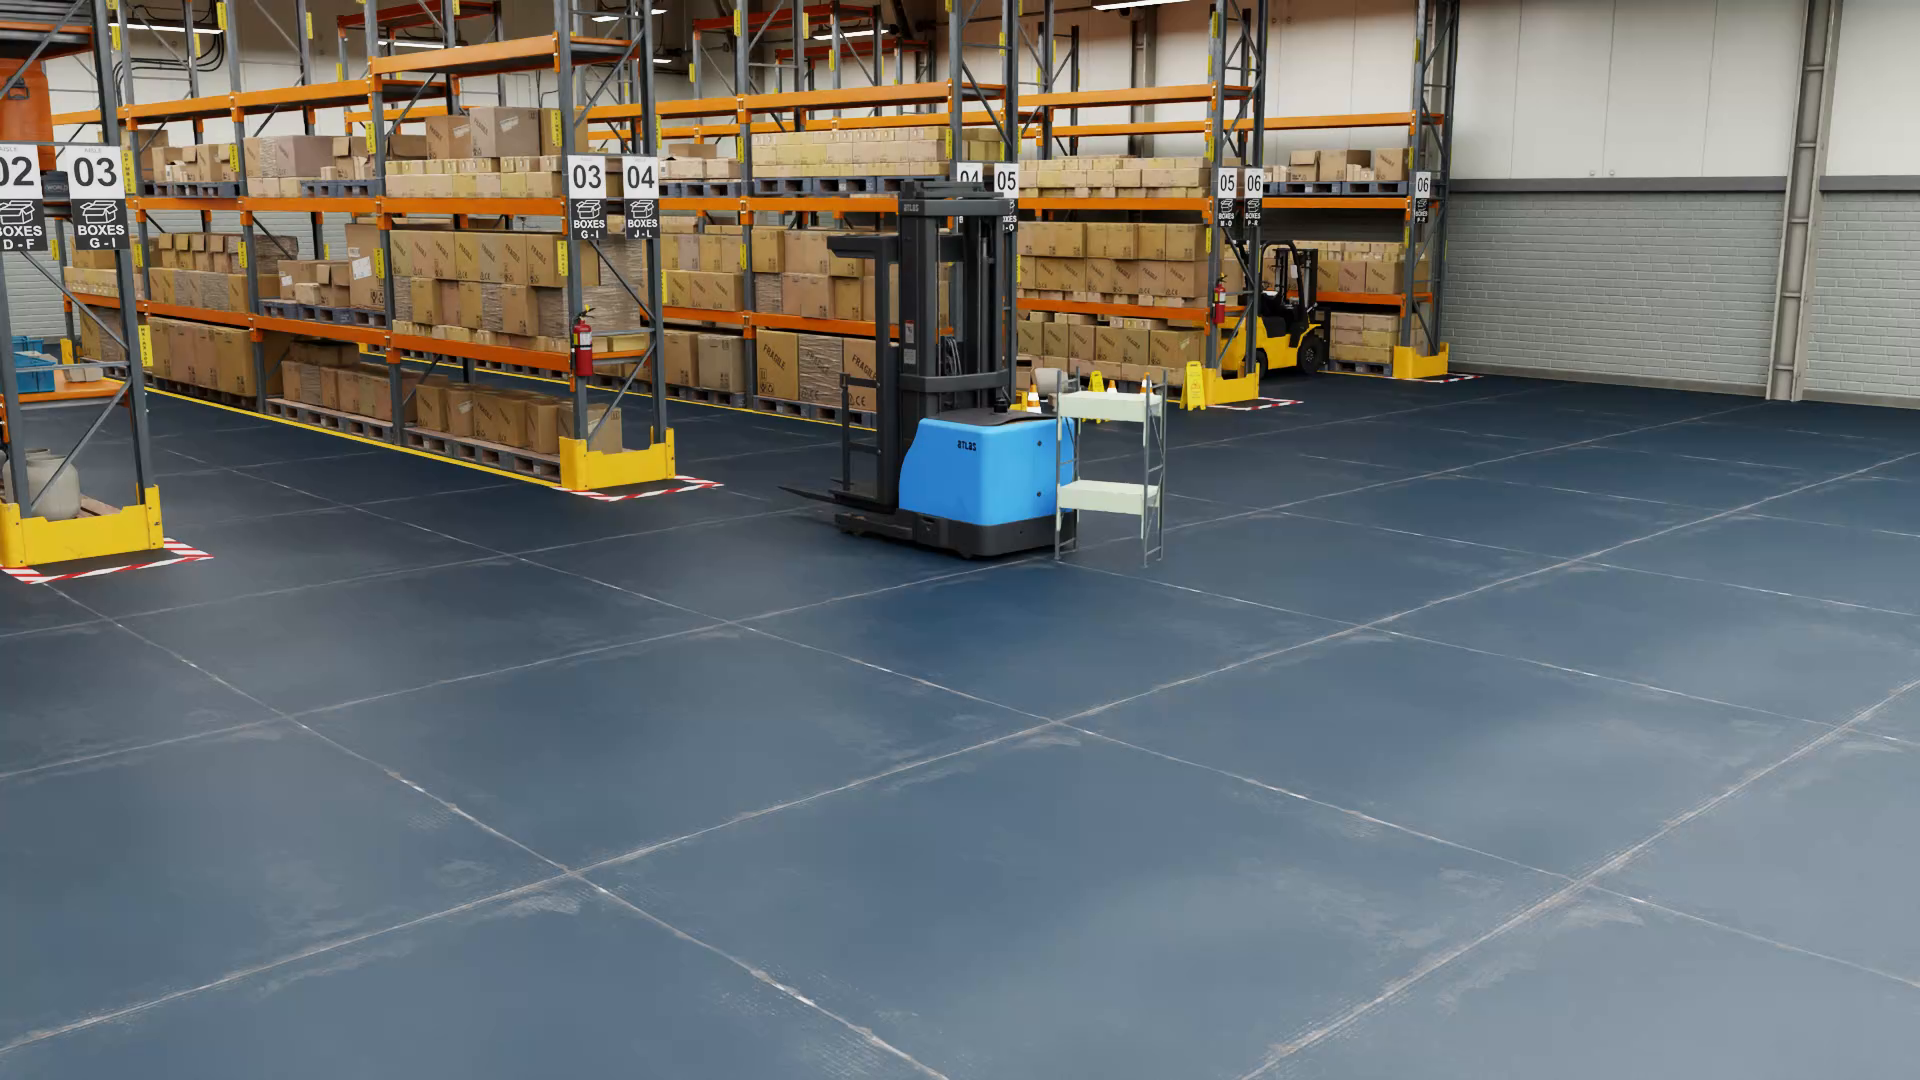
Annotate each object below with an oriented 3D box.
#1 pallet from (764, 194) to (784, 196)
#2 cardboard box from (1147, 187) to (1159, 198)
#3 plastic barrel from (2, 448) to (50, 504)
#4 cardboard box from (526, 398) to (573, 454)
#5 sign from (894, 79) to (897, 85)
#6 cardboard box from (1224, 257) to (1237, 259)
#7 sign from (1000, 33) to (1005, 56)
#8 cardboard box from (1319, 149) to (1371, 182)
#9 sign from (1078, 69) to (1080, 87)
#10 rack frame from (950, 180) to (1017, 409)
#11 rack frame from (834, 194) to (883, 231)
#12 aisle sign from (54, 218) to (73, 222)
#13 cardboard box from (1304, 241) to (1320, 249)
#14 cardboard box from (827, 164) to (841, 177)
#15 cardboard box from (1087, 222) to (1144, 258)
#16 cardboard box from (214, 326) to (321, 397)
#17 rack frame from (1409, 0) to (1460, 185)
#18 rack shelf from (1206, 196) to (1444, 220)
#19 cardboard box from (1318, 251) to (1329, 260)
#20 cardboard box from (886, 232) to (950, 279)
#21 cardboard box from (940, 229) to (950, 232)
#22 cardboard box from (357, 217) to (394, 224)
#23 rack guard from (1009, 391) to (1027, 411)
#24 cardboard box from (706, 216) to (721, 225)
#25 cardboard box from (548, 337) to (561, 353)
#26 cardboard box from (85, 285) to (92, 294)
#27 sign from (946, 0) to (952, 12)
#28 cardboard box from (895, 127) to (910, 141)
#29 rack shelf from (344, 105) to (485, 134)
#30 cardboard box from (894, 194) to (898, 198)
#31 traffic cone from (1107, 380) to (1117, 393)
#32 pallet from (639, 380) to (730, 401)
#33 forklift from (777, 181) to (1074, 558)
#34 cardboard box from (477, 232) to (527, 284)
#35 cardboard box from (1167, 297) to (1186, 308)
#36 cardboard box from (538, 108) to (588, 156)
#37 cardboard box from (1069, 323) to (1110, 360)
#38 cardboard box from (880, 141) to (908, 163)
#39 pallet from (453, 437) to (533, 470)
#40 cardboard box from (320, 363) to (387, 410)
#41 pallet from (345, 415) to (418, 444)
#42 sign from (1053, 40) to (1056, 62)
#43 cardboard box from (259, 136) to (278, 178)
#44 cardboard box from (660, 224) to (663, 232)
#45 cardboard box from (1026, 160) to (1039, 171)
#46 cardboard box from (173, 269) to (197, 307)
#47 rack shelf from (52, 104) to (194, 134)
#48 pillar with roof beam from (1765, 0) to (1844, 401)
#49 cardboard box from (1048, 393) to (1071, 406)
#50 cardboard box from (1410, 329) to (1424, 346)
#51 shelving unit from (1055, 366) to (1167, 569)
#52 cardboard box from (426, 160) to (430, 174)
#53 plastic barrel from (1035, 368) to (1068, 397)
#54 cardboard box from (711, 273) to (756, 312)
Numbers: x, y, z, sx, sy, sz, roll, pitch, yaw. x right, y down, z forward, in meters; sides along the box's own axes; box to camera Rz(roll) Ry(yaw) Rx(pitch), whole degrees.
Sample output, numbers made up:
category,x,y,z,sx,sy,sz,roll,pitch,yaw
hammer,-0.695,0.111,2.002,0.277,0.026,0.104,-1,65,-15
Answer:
category,x,y,z,sx,sy,sz,roll,pitch,yaw
pallet,-3.827,-6.421,30.686,1.217,0.209,0.805,11,16,43
cardboard box,2.861,-4.902,23.461,0.380,0.149,0.250,-11,16,-42
plastic barrel,-7.814,-0.496,14.010,0.421,0.512,0.421,0,12,0
cardboard box,-4.233,-1.198,17.445,0.500,0.500,0.500,-6,13,-28
sign,-1.313,-9.227,33.883,0.100,0.325,0.005,-11,16,-43
cardboard box,4.734,-4.645,28.777,0.500,0.500,0.500,11,16,44
sign,0.632,-7.400,24.823,0.100,0.325,0.005,-11,16,-43
cardboard box,6.262,-6.080,27.021,0.700,0.500,0.500,-11,16,-42
sign,2.253,-8.832,31.774,0.100,0.325,0.005,-11,16,-43
rack frame,0.281,-2.717,19.665,1.000,3.000,0.127,-11,16,-43
rack frame,-1.733,-4.589,28.751,1.000,3.000,0.127,-11,16,-43
aisle sign,-14.692,-5.617,27.301,0.394,0.787,0.004,-11,16,-43
cardboard box,5.915,-4.872,27.533,0.380,0.149,0.250,-11,16,-42
cardboard box,-1.425,-4.579,20.603,0.380,0.149,0.250,-11,16,-42
cardboard box,2.266,-4.377,24.260,0.700,0.500,0.500,-11,16,-43
cardboard box,-9.362,-2.477,22.724,0.875,0.875,1.225,11,16,43
rack frame,7.379,-7.052,25.839,1.000,3.000,0.127,-11,16,-43
rack shelf,5.998,-5.522,27.631,1.077,0.370,4.000,-11,16,-43
cardboard box,6.033,-4.676,27.317,0.380,0.149,0.250,-11,16,-42
cardboard box,-0.394,-3.446,20.157,0.875,0.550,0.550,-11,16,-43
cardboard box,-0.145,-4.895,26.602,0.250,0.149,0.380,11,16,43
cardboard box,-10.650,-5.634,30.360,0.500,0.500,0.500,-11,16,-43
rack guard,0.298,-1.489,19.900,1.175,0.500,0.348,-11,16,-43
cardboard box,-4.715,-6.146,31.978,0.380,0.149,0.250,-11,16,-42
cardboard box,-3.894,-1.967,16.647,0.380,0.149,0.250,-11,16,-43
cardboard box,-13.708,-4.005,26.540,0.380,0.149,0.250,-11,16,-44
sign,-0.121,-6.078,18.600,0.100,0.325,0.005,-11,16,-43
cardboard box,-0.545,-4.784,19.623,0.380,0.149,0.250,-11,16,-42
rack shelf,-9.387,-7.344,29.050,1.077,0.370,4.000,-11,16,-43
cardboard box,-0.659,-5.890,27.377,0.797,0.503,0.637,-11,16,-43
traffic cone,1.993,-1.858,21.781,0.336,0.463,0.334,-11,16,-43
pallet,-3.915,-2.215,24.140,1.003,0.211,1.213,-11,16,-43
forklift,-0.420,-1.530,14.076,1.130,2.935,3.031,-10,15,-41
cardboard box,-4.628,-2.916,17.169,0.500,0.500,0.500,-11,16,-43
cardboard box,3.123,-3.345,23.334,0.380,0.149,0.250,-11,16,-43
cardboard box,-4.206,-4.203,17.223,0.500,0.500,0.500,-11,16,-43
cardboard box,1.976,-2.955,24.737,0.500,0.500,0.500,-10,15,-40
cardboard box,-0.604,-4.618,19.807,0.500,0.250,0.500,-11,16,-42
pallet,-4.802,-0.987,18.180,1.003,0.211,1.213,-11,16,-43
cardboard box,-7.635,-1.943,21.014,0.700,0.500,0.500,-9,15,-38
pallet,-6.677,-1.372,20.047,1.003,0.211,1.213,-11,16,-43
sign,1.434,-7.513,25.564,0.100,0.325,0.005,-11,16,-43
cardboard box,-8.415,-4.792,20.817,0.500,0.500,0.500,-11,16,-42
cardboard box,-5.724,-5.890,32.341,0.500,0.500,0.500,-11,16,-42
cardboard box,1.211,-5.616,24.952,0.380,0.149,0.250,-10,15,-41
cardboard box,-10.833,-3.592,23.667,0.500,0.500,0.500,11,16,44
rack shelf,-13.044,-6.474,25.806,1.077,0.370,4.000,-11,16,-43
pillar with roof beam,8.580,-5.804,19.780,9.100,9.000,0.400,-11,16,-43
cardboard box,1.426,-1.935,22.934,0.380,0.149,0.250,-3,12,-13
cardboard box,7.204,-3.315,27.103,0.500,0.250,0.500,-11,16,-42
shelving unit,1.177,-0.579,13.006,0.755,1.500,0.431,6,13,26
cardboard box,-5.531,-4.023,17.955,0.380,0.149,0.250,-10,15,-41
plastic barrel,1.270,-2.250,23.784,0.512,0.421,0.421,-1,12,-4
cardboard box,-3.035,-3.388,22.677,0.500,0.500,0.500,-11,16,-43
